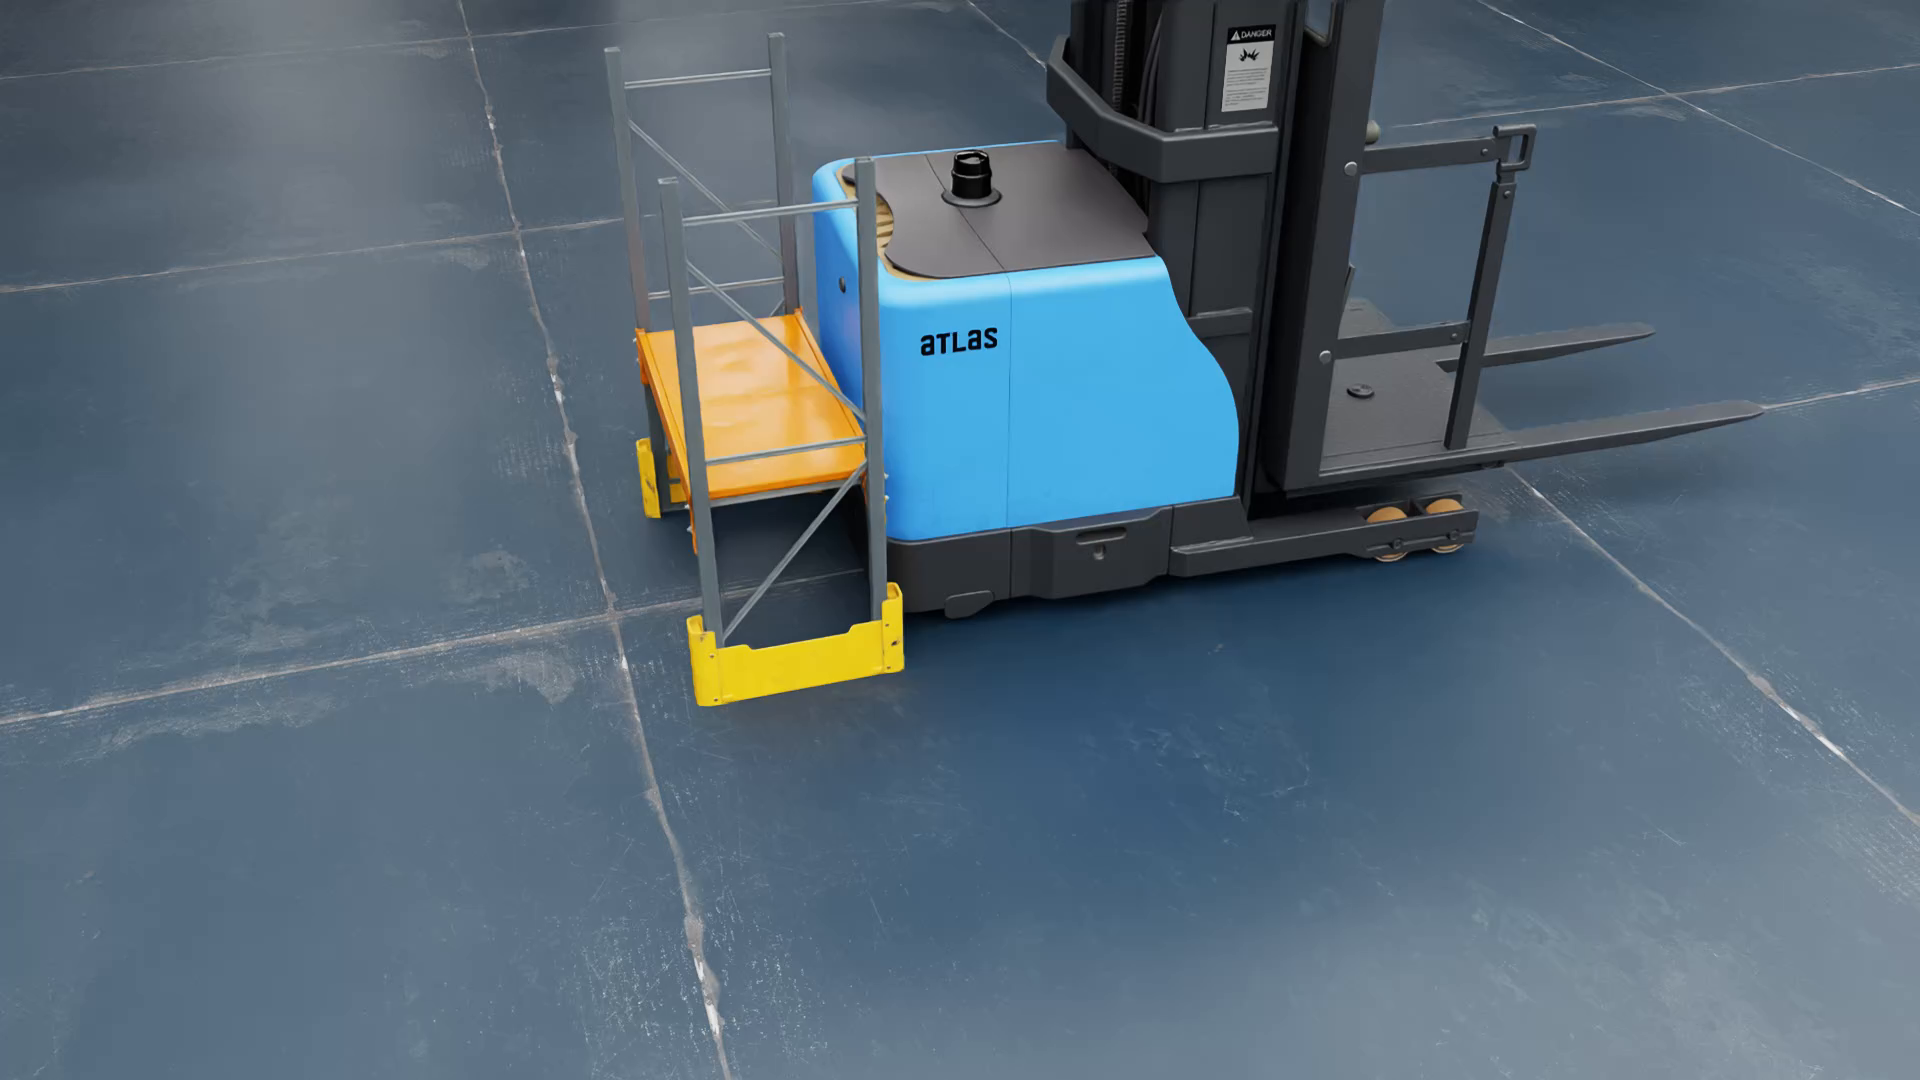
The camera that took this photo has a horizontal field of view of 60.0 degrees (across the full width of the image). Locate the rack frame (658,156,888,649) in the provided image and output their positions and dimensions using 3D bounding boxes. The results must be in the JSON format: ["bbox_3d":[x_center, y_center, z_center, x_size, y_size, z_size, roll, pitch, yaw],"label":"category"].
[{"bbox_3d":[-0.441,-0.224,4.228,0.500,1.500,0.032,-10,35,-14],"label":"rack frame"}]

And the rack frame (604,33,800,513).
[{"bbox_3d":[-0.738,-0.760,5.039,0.500,1.500,0.032,-10,35,-14],"label":"rack frame"}]

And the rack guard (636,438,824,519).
[{"bbox_3d":[-0.737,-0.238,5.383,0.587,0.250,0.087,-10,35,-14],"label":"rack guard"}]

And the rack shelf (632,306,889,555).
[{"bbox_3d":[-0.589,-0.342,4.733,0.538,0.185,1.000,-10,35,-14],"label":"rack shelf"}]

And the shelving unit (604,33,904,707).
[{"bbox_3d":[-0.592,-0.496,4.641,0.587,1.500,1.083,-10,35,-14],"label":"shelving unit"}]

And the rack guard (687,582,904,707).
[{"bbox_3d":[-0.447,0.288,4.588,0.587,0.250,0.087,-10,35,-14],"label":"rack guard"}]

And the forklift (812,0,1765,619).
[{"bbox_3d":[1.113,-1.429,4.754,3.031,2.935,1.130,-8,34,-12],"label":"forklift"}]
